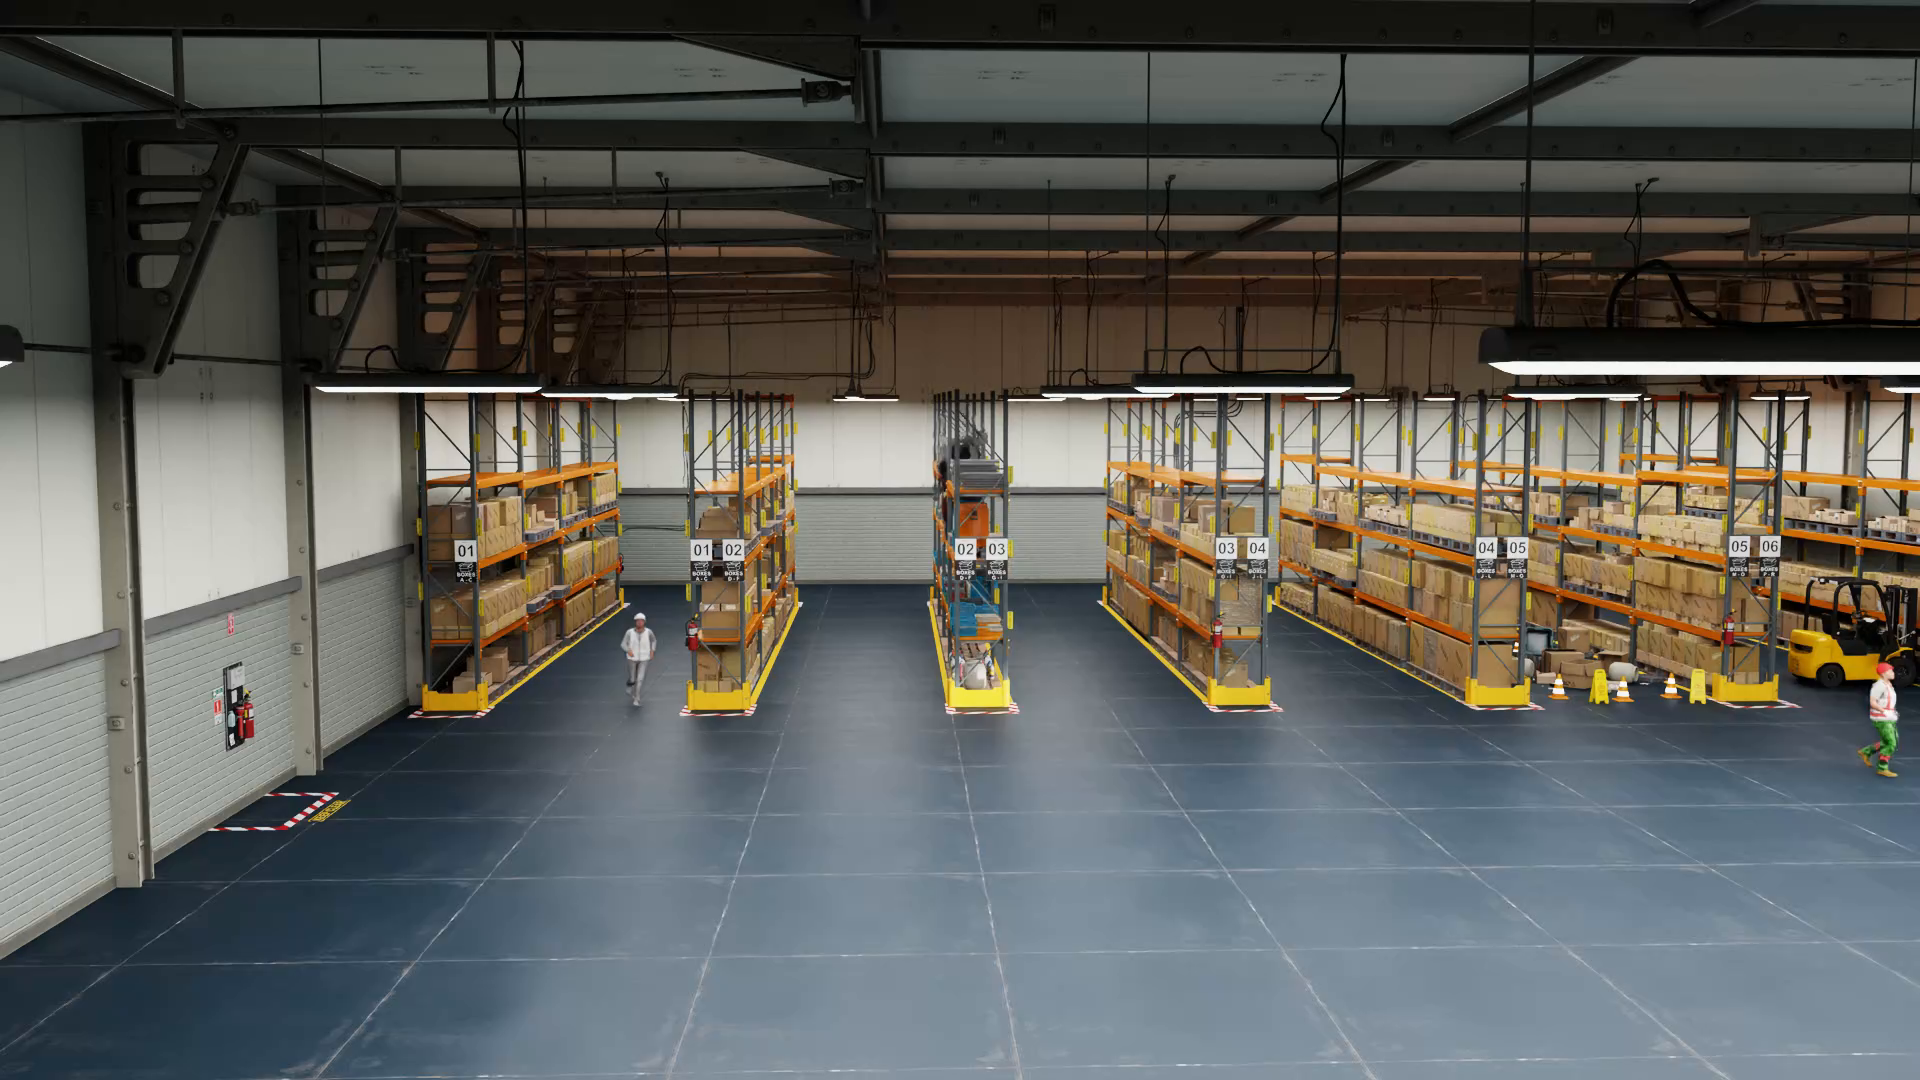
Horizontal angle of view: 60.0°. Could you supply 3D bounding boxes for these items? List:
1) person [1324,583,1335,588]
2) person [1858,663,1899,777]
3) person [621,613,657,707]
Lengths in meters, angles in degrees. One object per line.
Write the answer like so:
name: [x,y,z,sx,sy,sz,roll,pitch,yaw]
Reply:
person: [10.781,0.926,48.334,0.735,1.718,0.742,-4,6,-38]
person: [14.173,2.758,25.651,0.596,1.751,0.666,4,6,42]
person: [-6.137,2.273,31.836,0.687,1.760,0.824,-1,5,-16]
